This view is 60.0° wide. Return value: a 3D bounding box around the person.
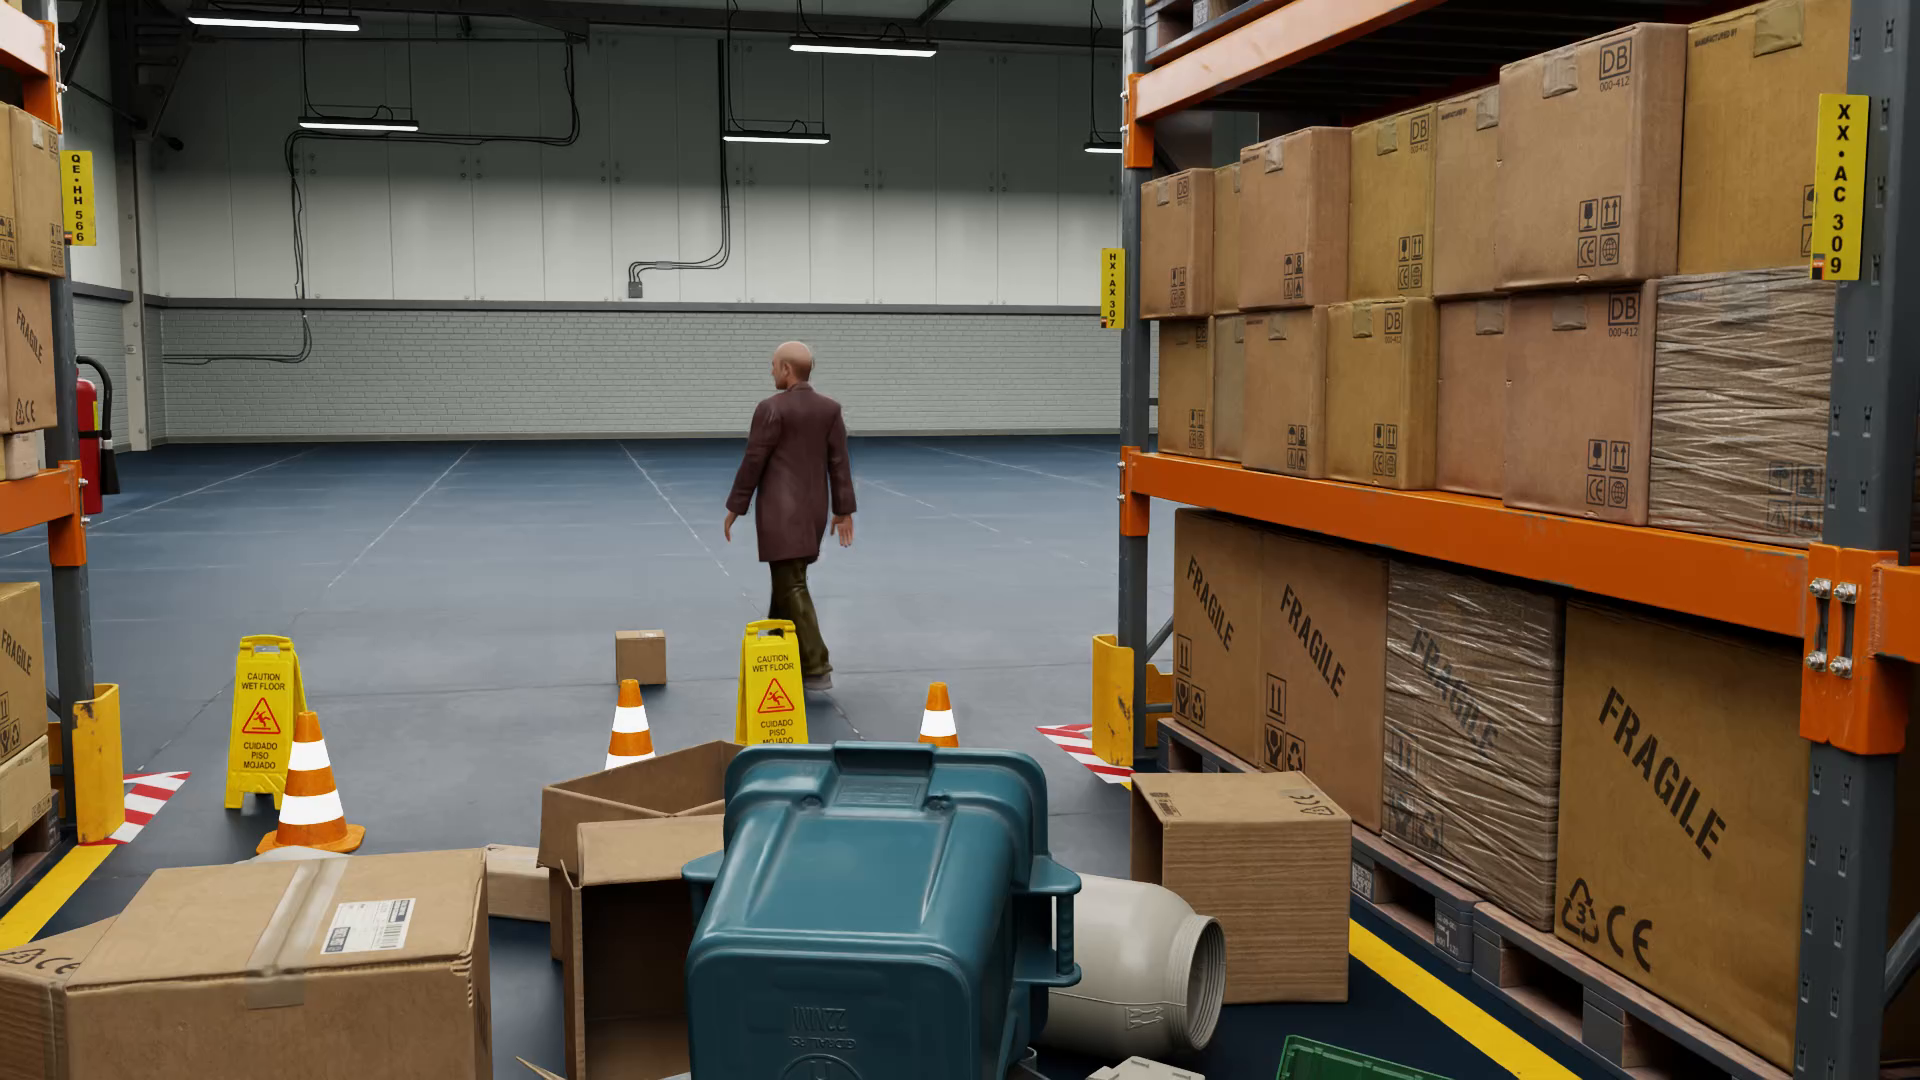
[{"bbox_3d":[-0.918,-0.022,8.563,0.812,1.588,0.653,5,8,40],"label":"person"}]
